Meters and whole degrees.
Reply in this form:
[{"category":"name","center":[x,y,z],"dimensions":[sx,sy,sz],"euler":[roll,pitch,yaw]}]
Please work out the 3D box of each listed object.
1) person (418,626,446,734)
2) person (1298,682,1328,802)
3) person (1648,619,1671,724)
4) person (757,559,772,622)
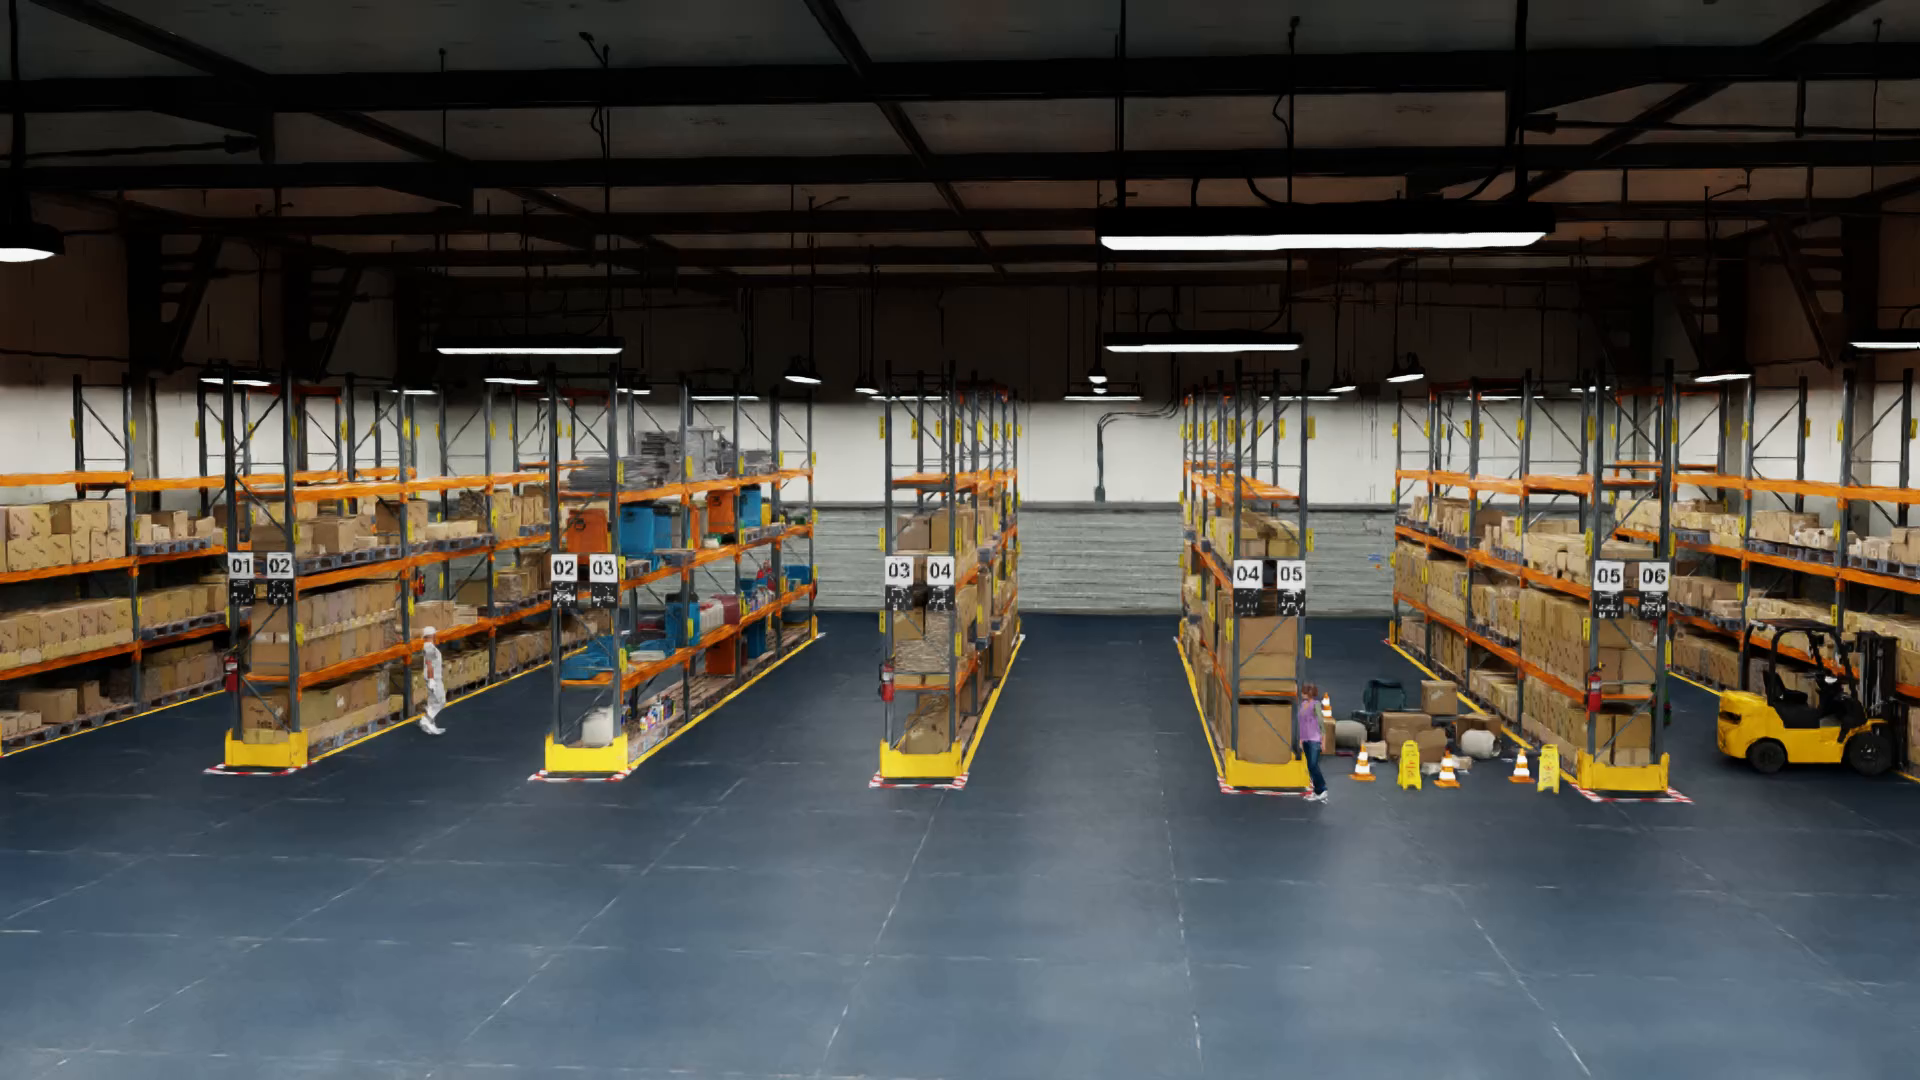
[{"category":"person","center":[-8.703,2.308,27.361],"dimensions":[0.444,1.786,0.598],"euler":[-1,4,-21]},{"category":"person","center":[4.772,2.720,22.433],"dimensions":[0.354,1.592,0.510],"euler":[-2,4,-23]},{"category":"person","center":[11.912,2.223,28.458],"dimensions":[0.577,1.785,0.655],"euler":[3,5,35]},{"category":"person","center":[-5.042,1.307,43.448],"dimensions":[0.542,1.645,1.126],"euler":[1,4,8]}]
